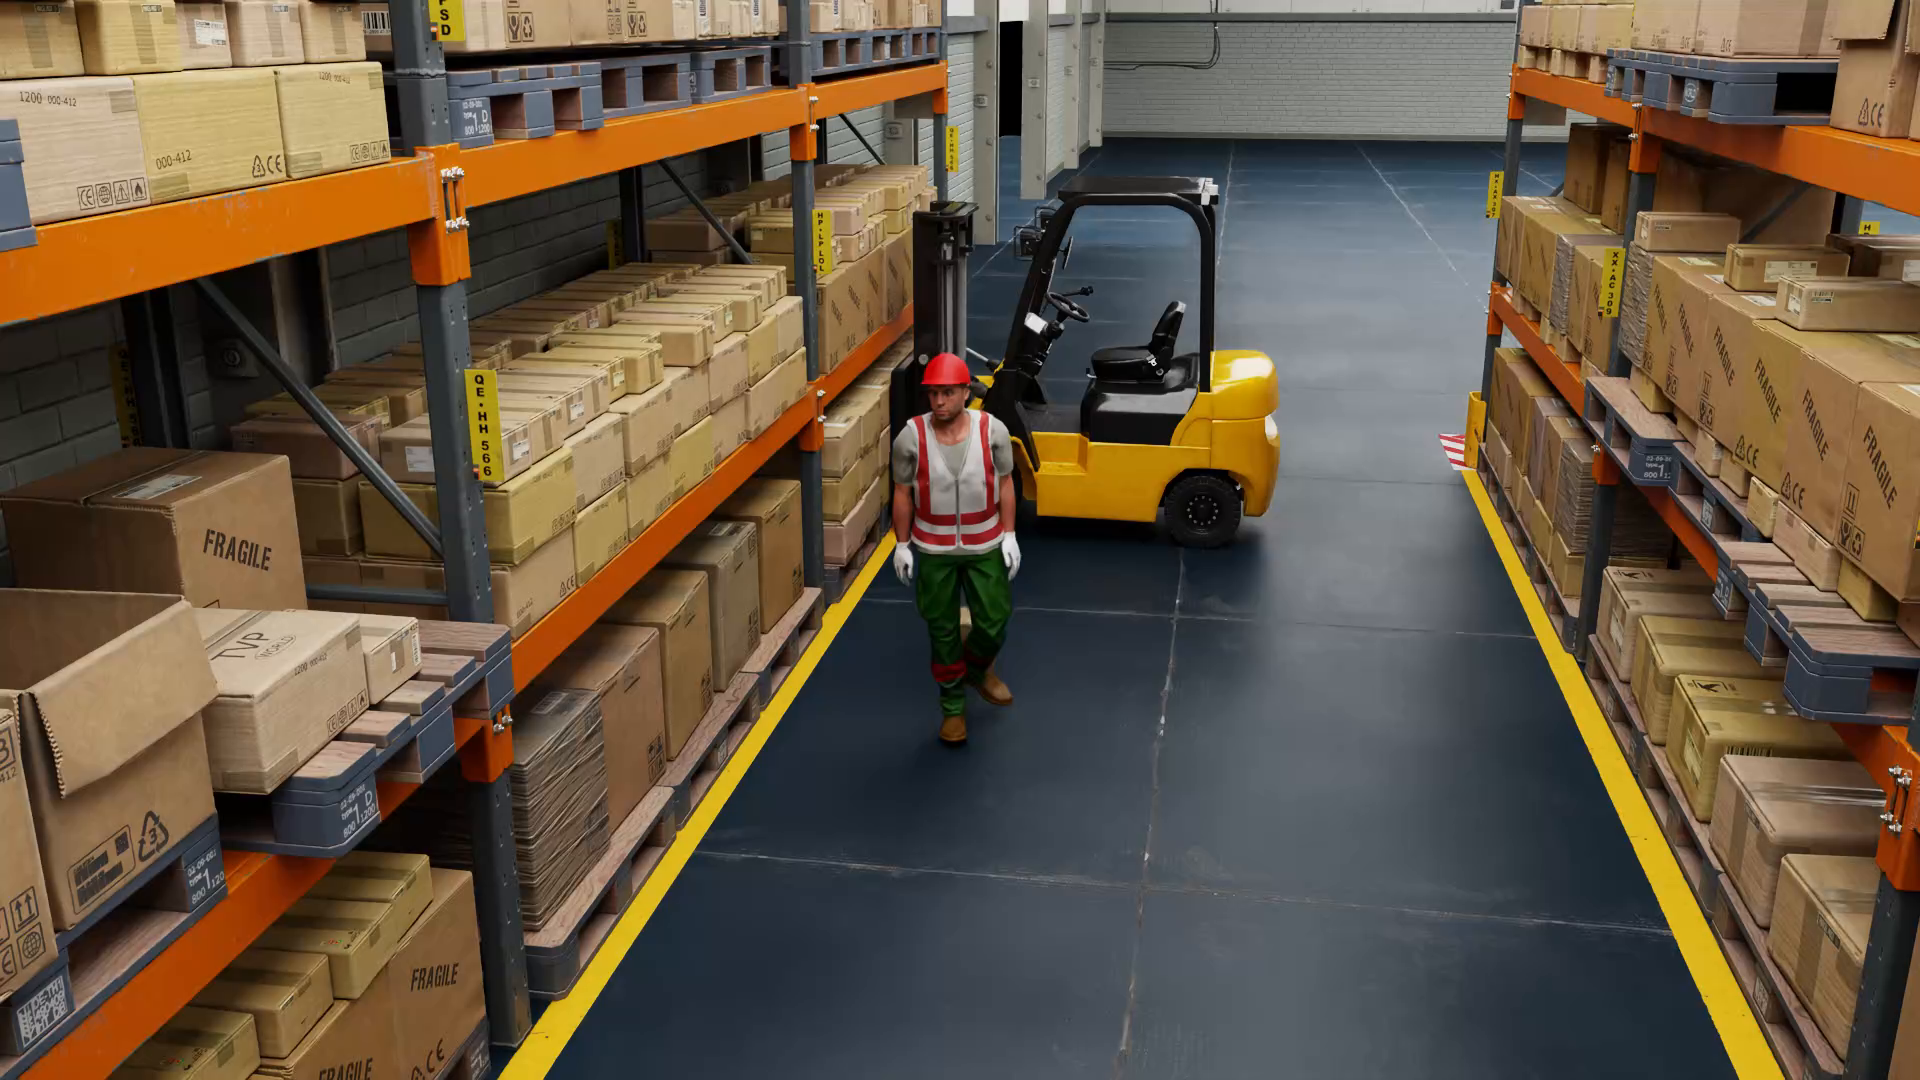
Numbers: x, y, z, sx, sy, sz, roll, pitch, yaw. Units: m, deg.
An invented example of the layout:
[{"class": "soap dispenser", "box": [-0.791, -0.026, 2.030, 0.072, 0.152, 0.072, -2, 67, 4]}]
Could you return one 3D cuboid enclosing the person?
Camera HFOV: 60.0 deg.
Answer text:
[{"class": "person", "box": [-0.016, 0.023, 7.413, 0.572, 1.784, 0.558, -1, 18, -2]}]
